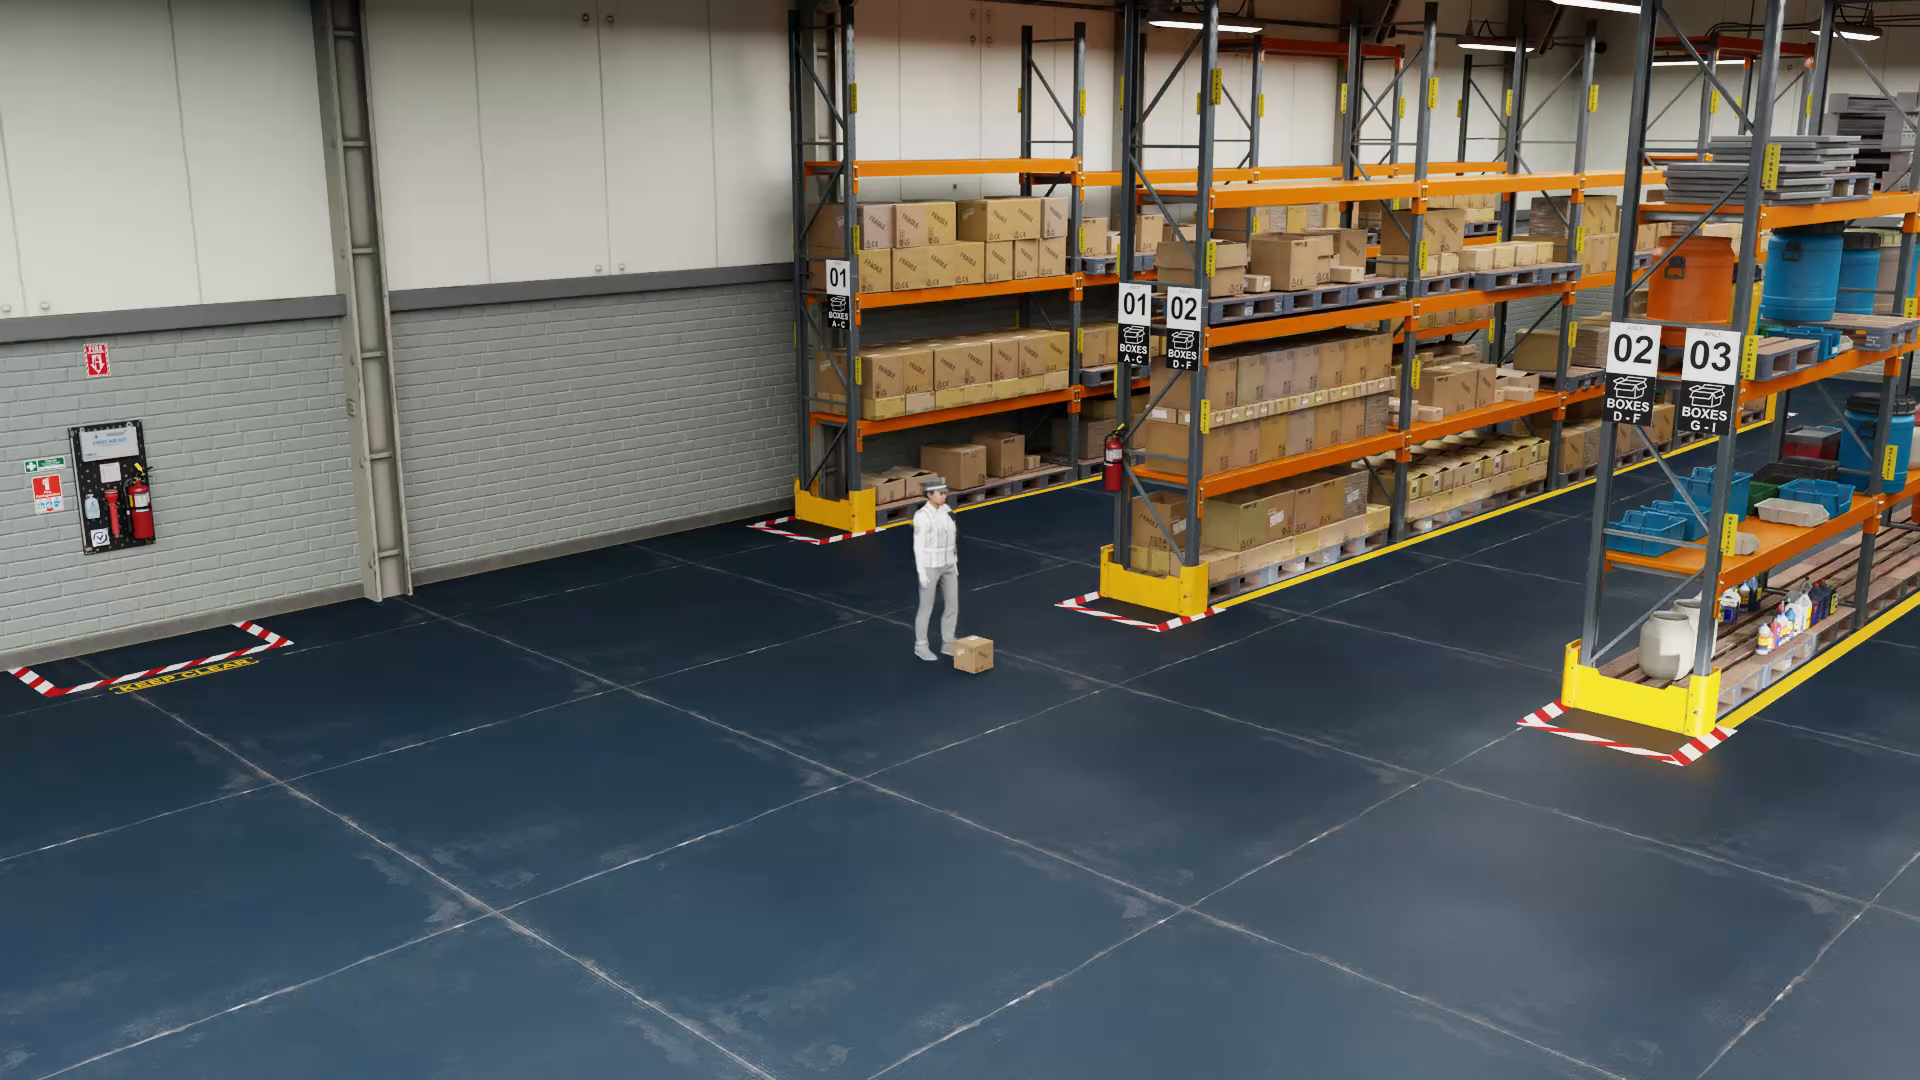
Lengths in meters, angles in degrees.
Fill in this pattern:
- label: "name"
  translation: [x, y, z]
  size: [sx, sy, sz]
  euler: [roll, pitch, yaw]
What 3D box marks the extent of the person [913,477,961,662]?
- label: "person"
  translation: [-0.176, 0.251, 14.946]
  size: [0.422, 1.681, 0.482]
  euler: [13, 19, 43]
